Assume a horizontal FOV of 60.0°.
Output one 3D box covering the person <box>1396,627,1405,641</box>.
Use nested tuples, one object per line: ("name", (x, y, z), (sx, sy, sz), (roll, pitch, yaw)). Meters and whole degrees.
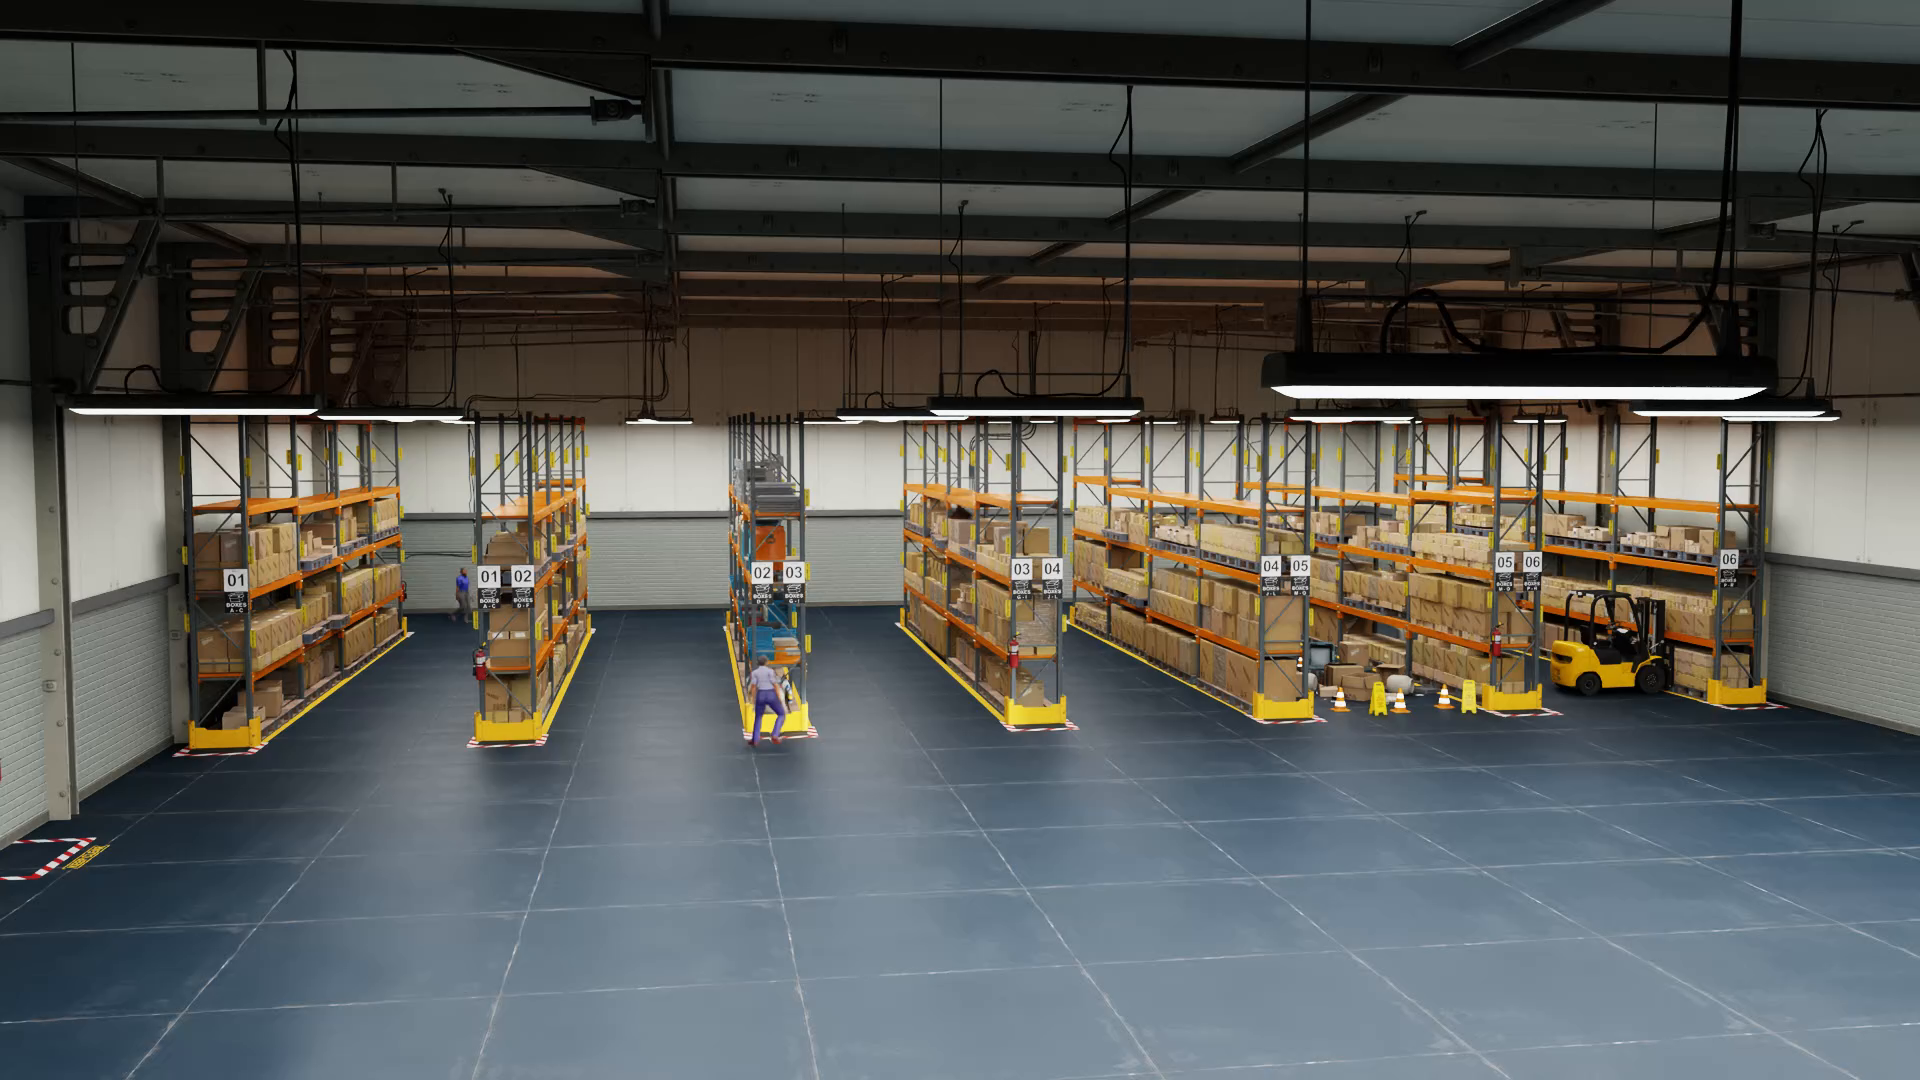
("person", (11.496, 1.899, 43.382), (0.437, 1.775, 0.630), (2, 4, 25))

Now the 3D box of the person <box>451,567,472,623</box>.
("person", (-14.532, 1.613, 48.492), (0.587, 1.613, 0.479), (1, 4, 21))

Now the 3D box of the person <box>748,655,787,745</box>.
("person", (-3.480, 2.865, 29.814), (0.701, 1.644, 0.379), (1, 4, 10))
